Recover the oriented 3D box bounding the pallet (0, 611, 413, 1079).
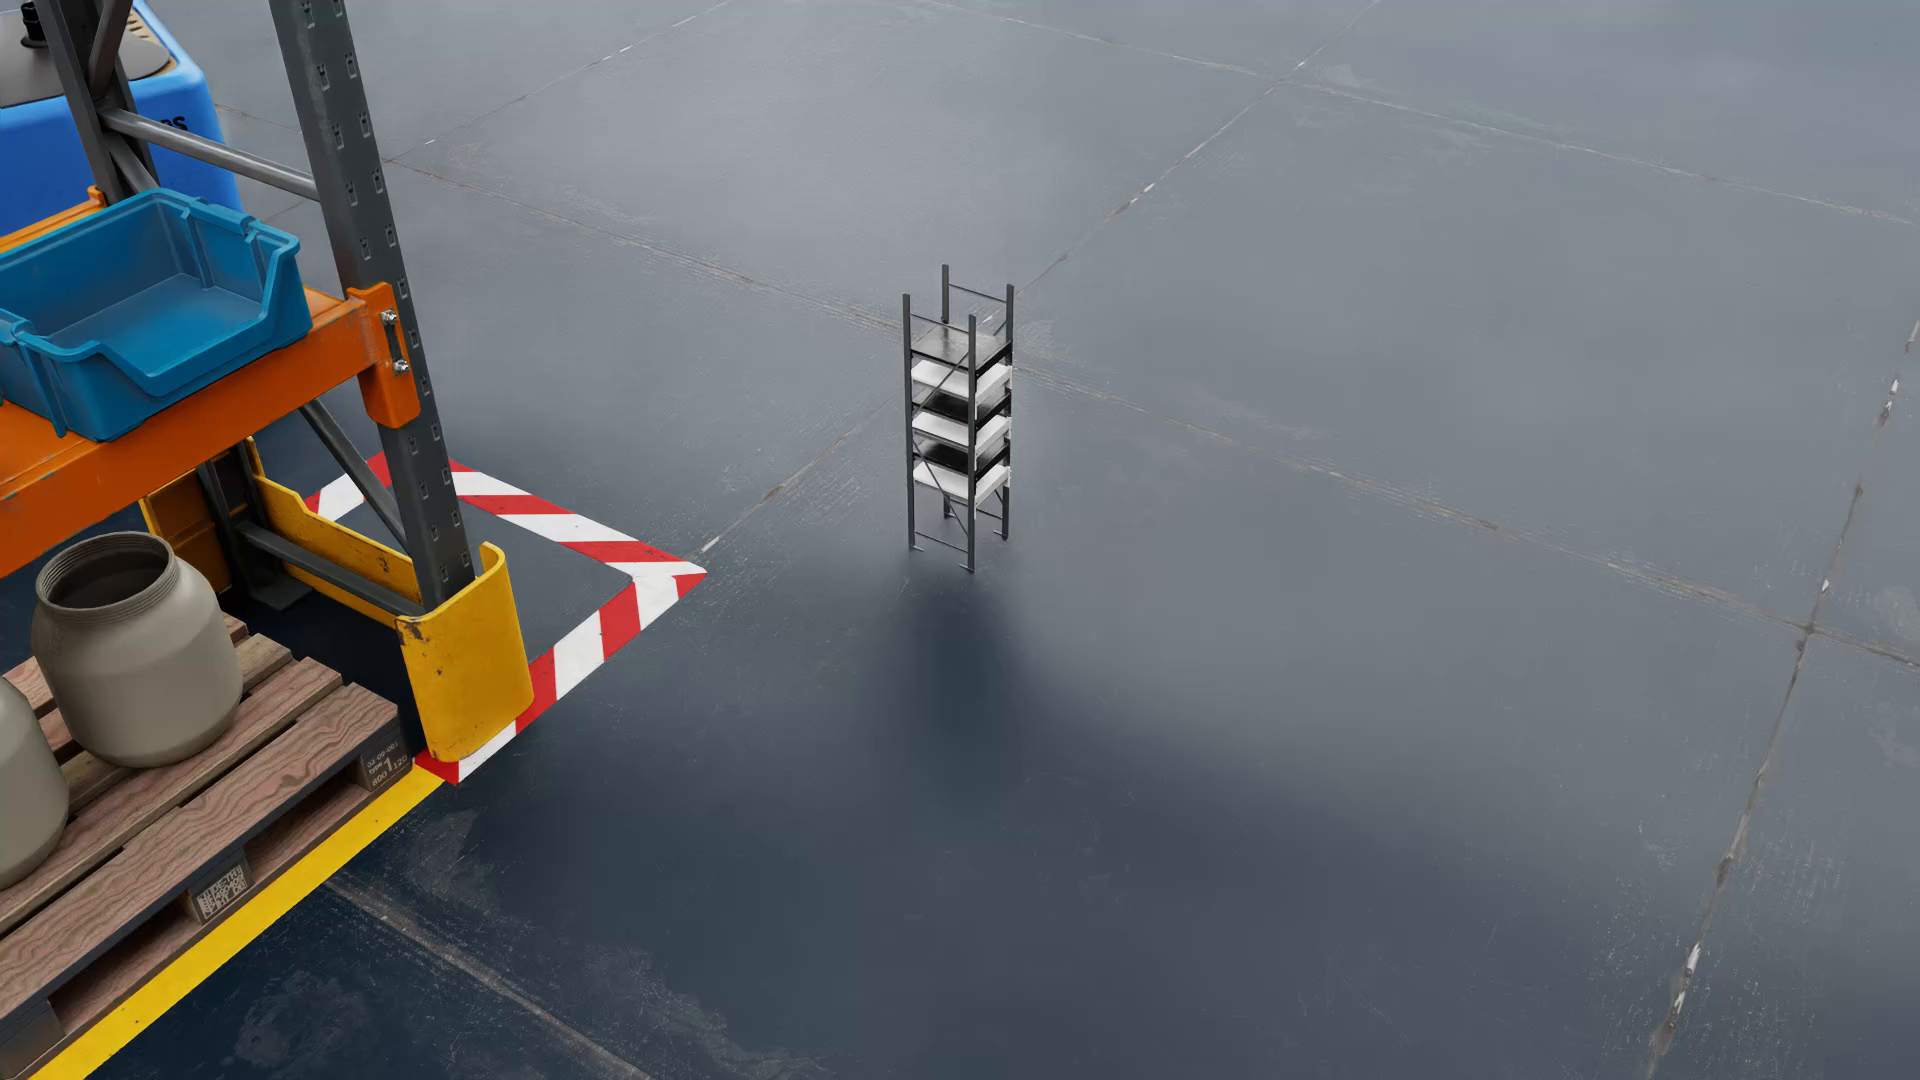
[{"bbox_3d":[-2.196,0.668,4.211,1.003,0.211,1.213,21,42,25],"label":"pallet"}]

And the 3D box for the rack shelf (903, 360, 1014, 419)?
[{"bbox_3d":[-0.004,-0.468,4.880,0.258,0.077,0.200,21,42,25],"label":"rack shelf"}]

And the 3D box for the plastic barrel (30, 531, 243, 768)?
[{"bbox_3d":[-2.043,0.275,4.130,0.421,0.512,0.421,0,38,0],"label":"plastic barrel"}]

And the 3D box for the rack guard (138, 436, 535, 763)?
[{"bbox_3d":[-1.756,0.136,4.664,1.175,0.500,0.348,21,42,25],"label":"rack guard"}]

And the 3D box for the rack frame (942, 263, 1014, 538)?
[{"bbox_3d":[0.050,-0.405,5.038,0.240,0.900,0.006,21,42,25],"label":"rack frame"}]

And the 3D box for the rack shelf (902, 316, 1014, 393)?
[{"bbox_3d":[-0.004,-0.540,4.825,0.258,0.077,0.200,21,42,25],"label":"rack shelf"}]

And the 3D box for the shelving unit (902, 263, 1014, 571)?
[{"bbox_3d":[-0.004,-0.352,4.970,0.258,0.900,0.210,21,42,25],"label":"shelving unit"}]

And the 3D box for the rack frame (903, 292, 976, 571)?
[{"bbox_3d":[-0.059,-0.300,4.902,0.240,0.900,0.006,21,42,25],"label":"rack frame"}]

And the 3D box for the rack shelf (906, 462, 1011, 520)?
[{"bbox_3d":[-0.004,-0.183,5.100,0.258,0.077,0.200,21,42,25],"label":"rack shelf"}]

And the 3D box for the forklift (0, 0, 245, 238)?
[{"bbox_3d":[-4.014,-1.600,4.925,3.031,2.935,1.130,-23,43,-27],"label":"forklift"}]

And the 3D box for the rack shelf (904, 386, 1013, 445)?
[{"bbox_3d":[-0.004,-0.397,4.935,0.258,0.077,0.200,21,42,25],"label":"rack shelf"}]

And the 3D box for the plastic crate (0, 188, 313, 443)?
[{"bbox_3d":[-1.771,-0.493,3.555,0.499,0.251,0.616,21,42,25],"label":"plastic crate"}]

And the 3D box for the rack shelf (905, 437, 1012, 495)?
[{"bbox_3d":[-0.004,-0.255,5.045,0.258,0.077,0.200,21,42,25],"label":"rack shelf"}]

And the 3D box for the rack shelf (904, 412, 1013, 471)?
[{"bbox_3d":[-0.004,-0.326,4.990,0.258,0.077,0.200,21,42,25],"label":"rack shelf"}]

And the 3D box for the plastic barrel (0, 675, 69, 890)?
[{"bbox_3d":[-2.312,0.533,3.795,0.421,0.512,0.421,0,38,0],"label":"plastic barrel"}]

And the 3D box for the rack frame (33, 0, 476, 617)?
[{"bbox_3d":[-1.755,-0.908,3.971,1.000,3.000,0.127,21,42,25],"label":"rack frame"}]

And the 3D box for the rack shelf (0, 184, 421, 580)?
[{"bbox_3d":[-2.827,0.408,2.853,1.077,0.370,4.000,21,42,25],"label":"rack shelf"}]
